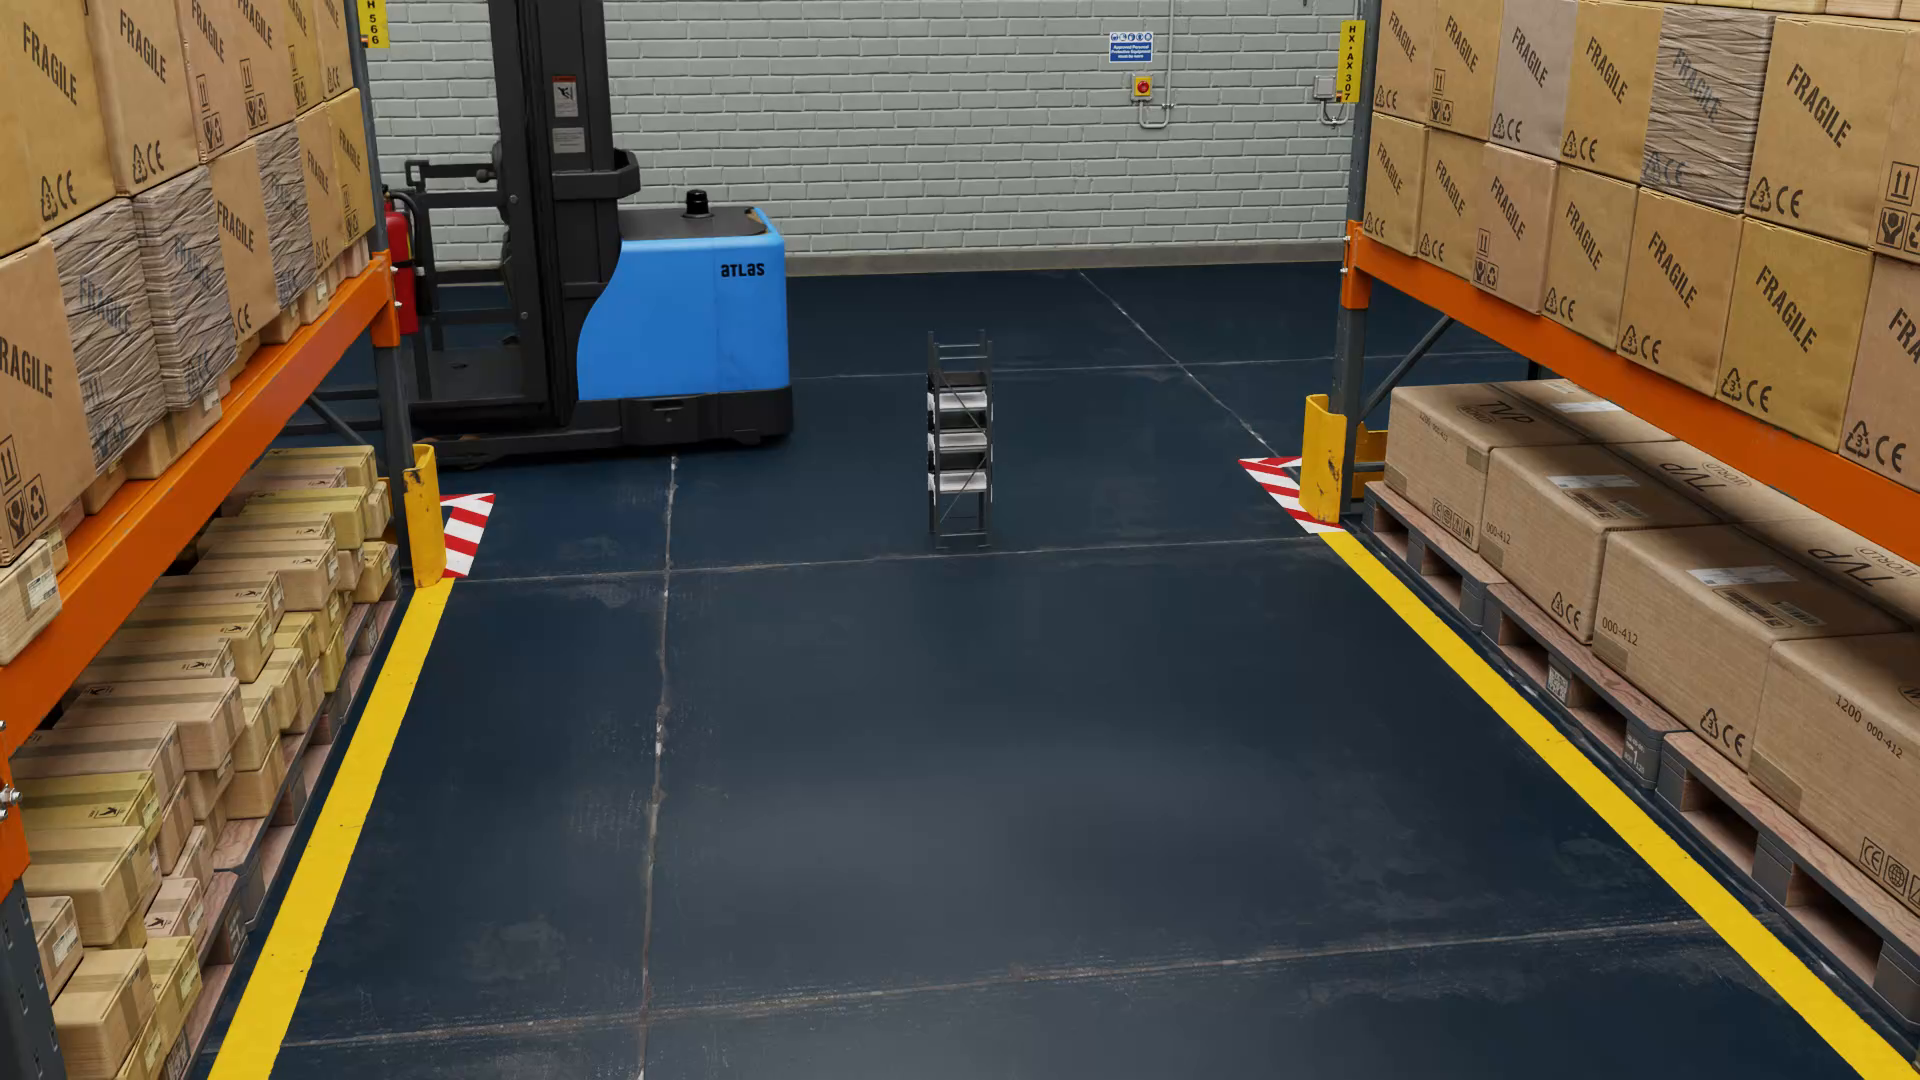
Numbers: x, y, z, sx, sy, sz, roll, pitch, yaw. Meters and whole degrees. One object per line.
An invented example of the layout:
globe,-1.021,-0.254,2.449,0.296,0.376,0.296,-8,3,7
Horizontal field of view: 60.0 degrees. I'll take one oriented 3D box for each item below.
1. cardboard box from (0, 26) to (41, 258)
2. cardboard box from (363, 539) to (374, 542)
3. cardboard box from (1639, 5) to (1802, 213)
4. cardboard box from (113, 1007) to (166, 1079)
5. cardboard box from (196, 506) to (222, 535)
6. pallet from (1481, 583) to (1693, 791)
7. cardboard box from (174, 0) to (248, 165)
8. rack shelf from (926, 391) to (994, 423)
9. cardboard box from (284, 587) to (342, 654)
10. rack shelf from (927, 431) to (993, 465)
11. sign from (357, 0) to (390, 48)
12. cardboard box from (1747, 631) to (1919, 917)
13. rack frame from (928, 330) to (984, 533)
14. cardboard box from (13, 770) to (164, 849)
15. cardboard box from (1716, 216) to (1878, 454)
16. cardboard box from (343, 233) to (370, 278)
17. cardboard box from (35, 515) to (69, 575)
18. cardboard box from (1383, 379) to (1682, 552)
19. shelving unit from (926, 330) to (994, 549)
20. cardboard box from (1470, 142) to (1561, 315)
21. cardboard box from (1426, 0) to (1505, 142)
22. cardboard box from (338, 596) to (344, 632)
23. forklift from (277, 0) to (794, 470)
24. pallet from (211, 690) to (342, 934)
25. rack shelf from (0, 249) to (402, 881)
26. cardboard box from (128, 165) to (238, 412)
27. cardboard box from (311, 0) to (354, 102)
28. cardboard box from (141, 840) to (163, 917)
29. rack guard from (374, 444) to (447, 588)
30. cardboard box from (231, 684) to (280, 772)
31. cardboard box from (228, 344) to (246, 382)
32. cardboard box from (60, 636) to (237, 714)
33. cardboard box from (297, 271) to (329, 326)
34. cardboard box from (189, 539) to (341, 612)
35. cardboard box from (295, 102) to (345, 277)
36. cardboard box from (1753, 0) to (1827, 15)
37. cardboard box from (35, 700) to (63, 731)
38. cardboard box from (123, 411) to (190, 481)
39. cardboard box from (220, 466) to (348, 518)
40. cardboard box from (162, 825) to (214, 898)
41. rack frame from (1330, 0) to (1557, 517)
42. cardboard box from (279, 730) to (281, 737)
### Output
cardboard box,-1.971,-0.710,2.832,0.500,0.500,0.500,-2,21,-6
cardboard box,-2.441,0.039,6.299,0.380,0.149,0.250,-3,21,-7
cardboard box,2.248,-1.188,4.537,0.500,0.500,0.500,-3,21,-7
cardboard box,-1.882,1.110,3.431,0.380,0.149,0.250,-4,21,-10
cardboard box,-2.825,-0.123,5.884,0.380,0.149,0.250,-3,21,-7
pallet,2.525,0.445,5.724,1.003,0.211,1.213,-3,21,-8
cardboard box,-2.175,-1.242,4.258,0.500,0.500,0.500,-4,21,-10
rack shelf,-0.001,-0.562,7.015,0.258,0.077,0.200,-3,21,-8
cardboard box,-2.201,0.255,5.296,0.380,0.149,0.250,-3,21,-7
rack shelf,-0.001,-0.393,7.078,0.258,0.077,0.200,-3,21,-8
sign,-2.171,-1.983,6.132,0.100,0.325,0.005,-3,21,-8
cardboard box,2.753,0.610,4.359,0.875,0.438,0.875,-3,21,-9
rack frame,-0.016,-0.460,7.160,0.240,0.900,0.006,-3,21,-8
cardboard box,-2.058,0.660,3.785,0.380,0.149,0.250,-3,21,-9
cardboard box,2.337,-0.544,4.242,0.500,0.500,0.500,-3,21,-9
cardboard box,-2.397,-1.055,6.113,0.380,0.149,0.250,-3,21,-8
cardboard box,-1.975,0.031,3.205,0.380,0.149,0.250,-2,21,-6
cardboard box,2.354,-0.329,6.872,0.875,0.438,0.875,-4,21,-10
shelving unit,-0.001,-0.424,7.066,0.258,0.900,0.210,-3,21,-8
cardboard box,2.101,-1.072,5.655,0.500,0.500,0.500,-3,21,-8
cardboard box,2.029,-1.712,5.942,0.500,0.500,0.500,-3,21,-9
cardboard box,-2.303,0.304,5.590,0.380,0.149,0.250,-3,21,-7
forklift,-2.426,-1.905,8.127,3.031,2.935,1.130,-5,21,-12
pallet,-2.458,0.766,4.864,1.003,0.211,1.213,-3,21,-8
rack shelf,-2.435,-0.242,4.605,1.077,0.370,4.000,-3,21,-8
cardboard box,-2.084,-0.604,3.978,0.500,0.500,0.500,-3,21,-9
cardboard box,-2.411,-1.780,5.698,0.500,0.500,0.500,-3,21,-9
cardboard box,-2.079,0.806,3.821,0.380,0.149,0.250,-3,21,-8
rack guard,-2.713,-0.074,6.700,1.175,0.500,0.348,-3,21,-8
cardboard box,-2.105,0.525,4.573,0.380,0.149,0.250,-3,21,-8
cardboard box,-2.244,-0.514,4.663,0.380,0.149,0.250,-3,21,-7
cardboard box,-2.195,0.389,4.512,0.380,0.149,0.250,-4,21,-10
cardboard box,-2.287,-0.794,5.414,0.380,0.149,0.250,-2,21,-6
cardboard box,-2.186,0.115,5.244,0.380,0.149,0.250,-2,21,-6
cardboard box,-2.335,-1.136,5.404,0.500,0.500,0.500,-3,21,-9
cardboard box,2.295,-1.436,4.275,0.380,0.149,0.250,-3,21,-8
cardboard box,-2.628,0.562,4.473,0.380,0.149,0.250,-4,21,-10
cardboard box,-2.070,-0.244,3.941,0.380,0.149,0.250,-3,21,-7
cardboard box,-2.417,-0.151,5.957,0.380,0.149,0.250,-3,21,-7
cardboard box,-2.093,0.849,4.130,0.380,0.149,0.250,-3,21,-9
rack frame,2.160,-1.556,7.095,1.000,3.000,0.127,-3,21,-8
cardboard box,-2.222,0.576,4.862,0.380,0.149,0.250,-2,21,-6
